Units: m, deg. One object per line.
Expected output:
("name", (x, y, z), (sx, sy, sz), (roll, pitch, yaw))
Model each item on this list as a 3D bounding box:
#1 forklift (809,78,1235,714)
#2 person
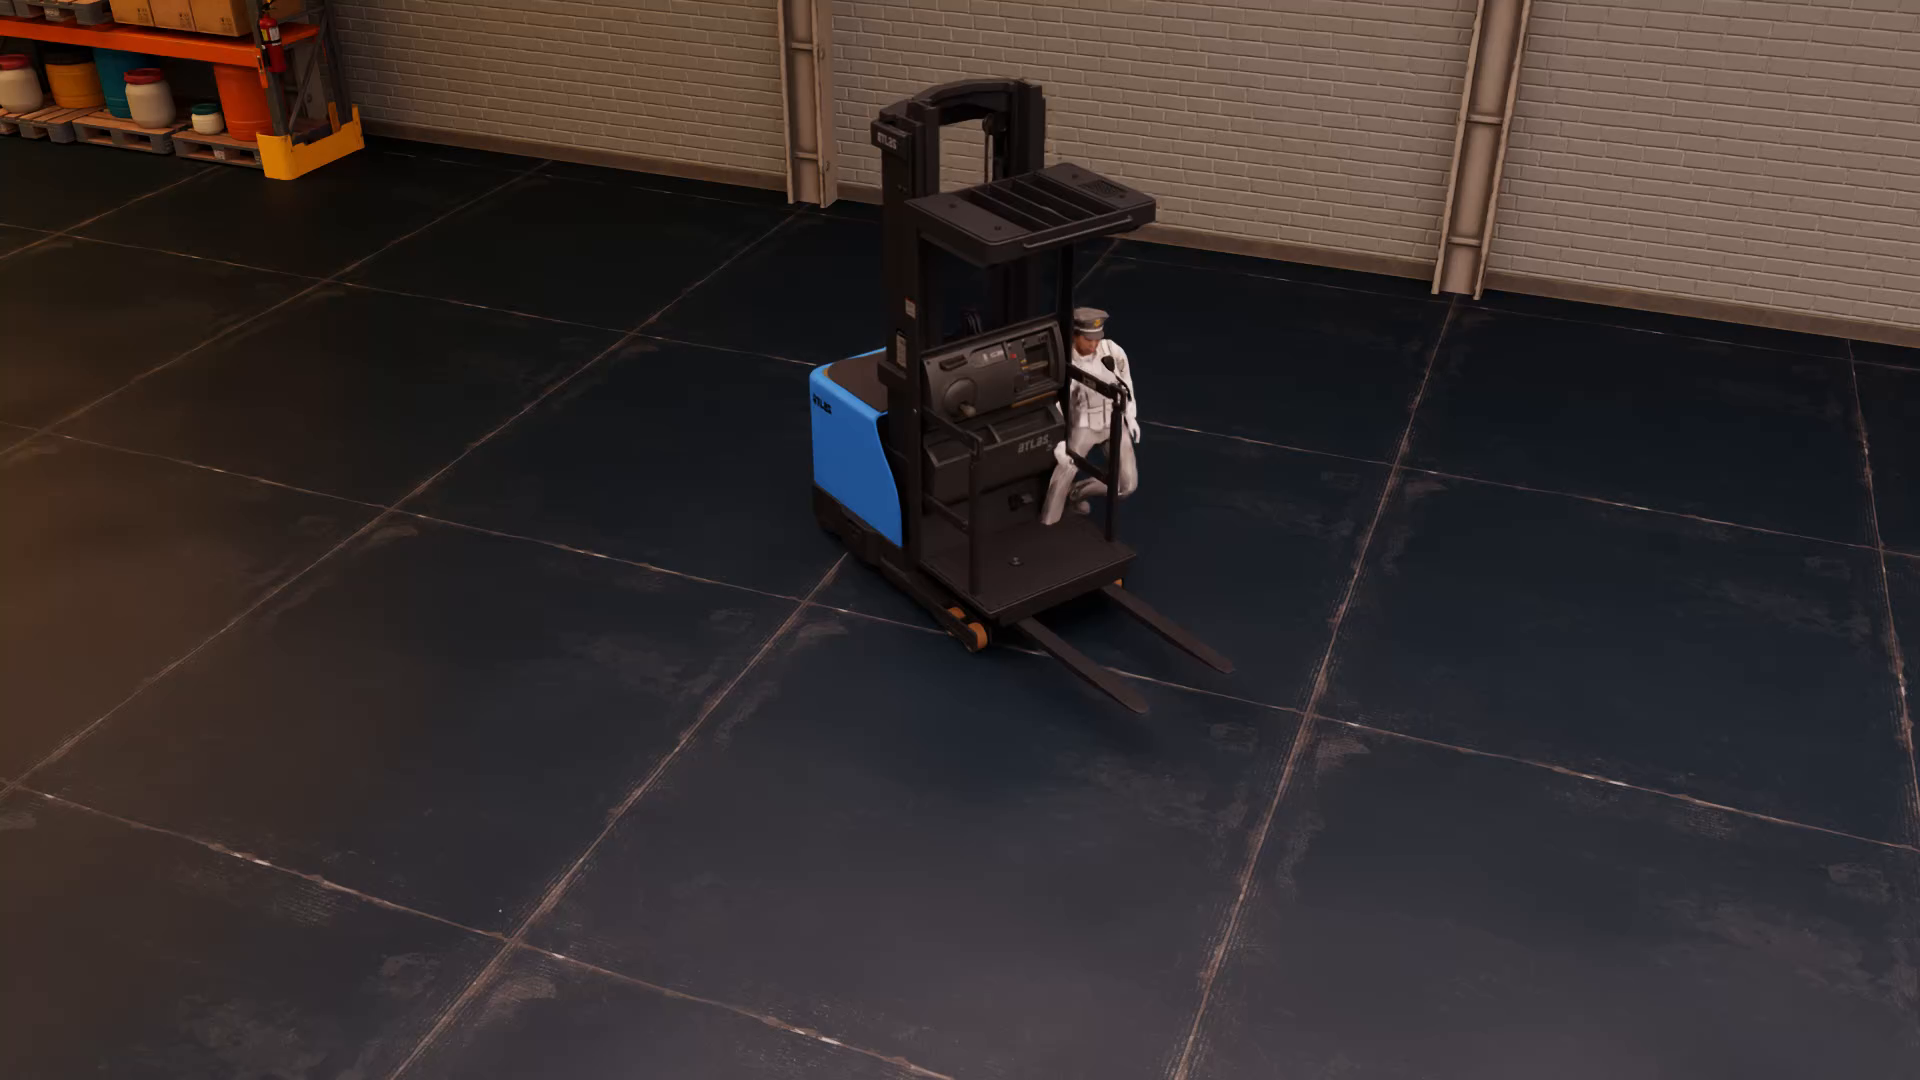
("forklift", (0.326, -0.905, 9.164), (1.130, 2.935, 3.031), (-20, 37, -30))
("person", (0.766, -0.628, 9.903), (0.775, 1.420, 0.723), (-10, 32, -15))
